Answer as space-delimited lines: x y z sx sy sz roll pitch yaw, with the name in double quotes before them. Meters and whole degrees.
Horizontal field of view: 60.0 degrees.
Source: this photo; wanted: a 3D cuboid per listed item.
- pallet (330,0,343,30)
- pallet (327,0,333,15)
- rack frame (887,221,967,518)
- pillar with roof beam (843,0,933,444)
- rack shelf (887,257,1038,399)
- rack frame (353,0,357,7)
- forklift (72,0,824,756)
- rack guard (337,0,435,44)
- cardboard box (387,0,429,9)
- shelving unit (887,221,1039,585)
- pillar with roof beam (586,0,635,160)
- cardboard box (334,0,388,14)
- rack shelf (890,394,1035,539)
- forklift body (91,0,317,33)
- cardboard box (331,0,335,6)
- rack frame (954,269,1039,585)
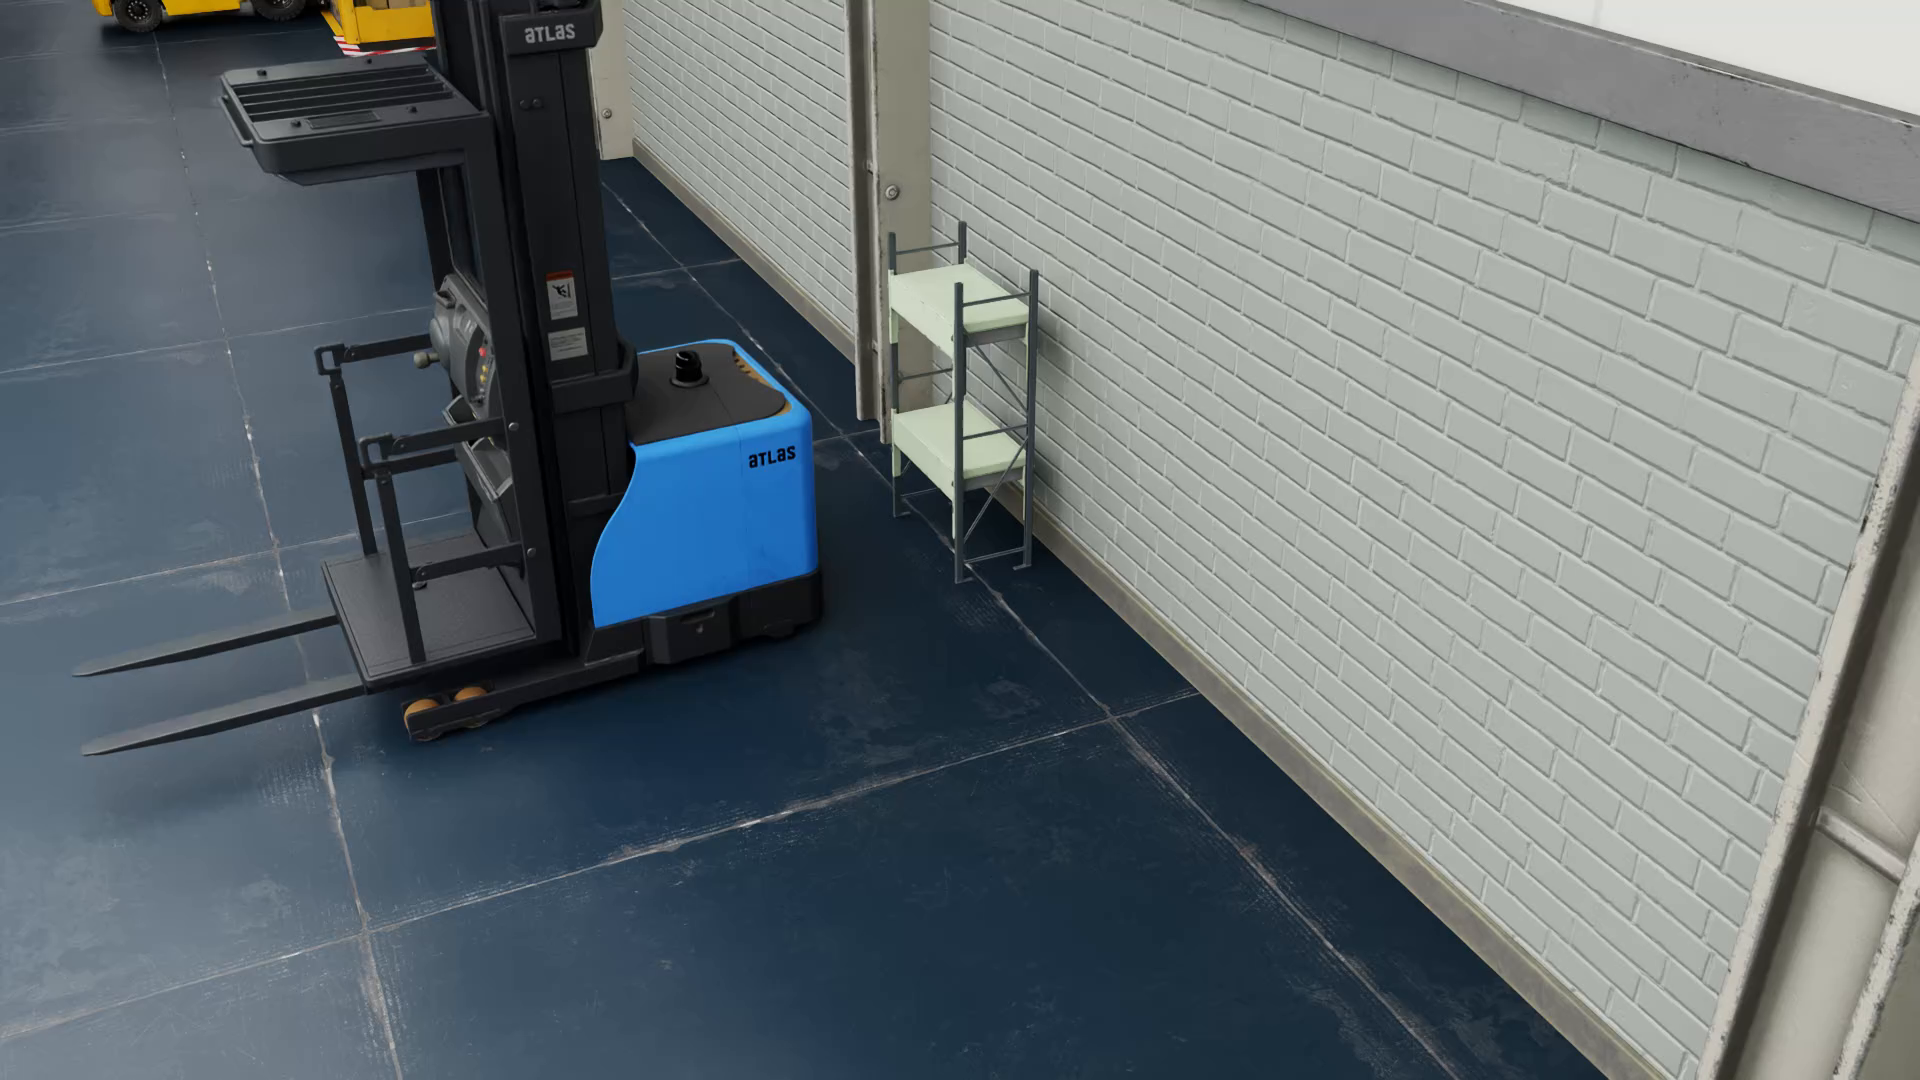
"pallet" -6.400 -5.874 18.509 1.003 0.211 1.213 -13 32 -22
"pallet" -6.920 -6.412 19.469 1.003 0.211 1.213 -13 32 -22
"rack frame" -0.154 -0.813 8.166 0.400 1.500 0.023 -13 32 -22
"pillar with roof beam" -4.255 -3.670 5.594 9.100 9.000 0.400 -13 32 -22
"rack shelf" 0.003 -0.992 7.687 0.431 0.370 0.720 -13 32 -22
"rack frame" -6.034 -6.761 17.241 1.000 3.000 0.127 -13 32 -22
"forklift" -2.163 -0.754 6.598 3.031 2.935 1.130 -15 32 -24
"rack guard" -6.024 -5.660 17.833 1.175 0.500 0.348 -13 32 -22
"cardboard box" -6.068 -6.003 18.271 0.500 0.250 0.500 -13 32 -22
"shelving unit" 0.003 -0.651 7.878 0.431 1.500 0.755 -13 32 -22
"pillar with roof beam" -6.831 -6.320 10.321 9.100 9.000 0.400 -13 32 -22
"cardboard box" -6.521 -5.886 18.062 0.500 0.250 0.500 -13 32 -22
"rack shelf" 0.003 -0.367 8.037 0.431 0.370 0.720 -13 32 -22
"forklift body" -8.496 -6.846 18.259 2.313 2.155 1.214 -13 32 -22
"cardboard box" -6.726 -6.108 18.458 0.500 0.250 0.500 -13 32 -22
"rack frame" 0.160 -0.490 7.590 0.400 1.500 0.023 -13 32 -22
